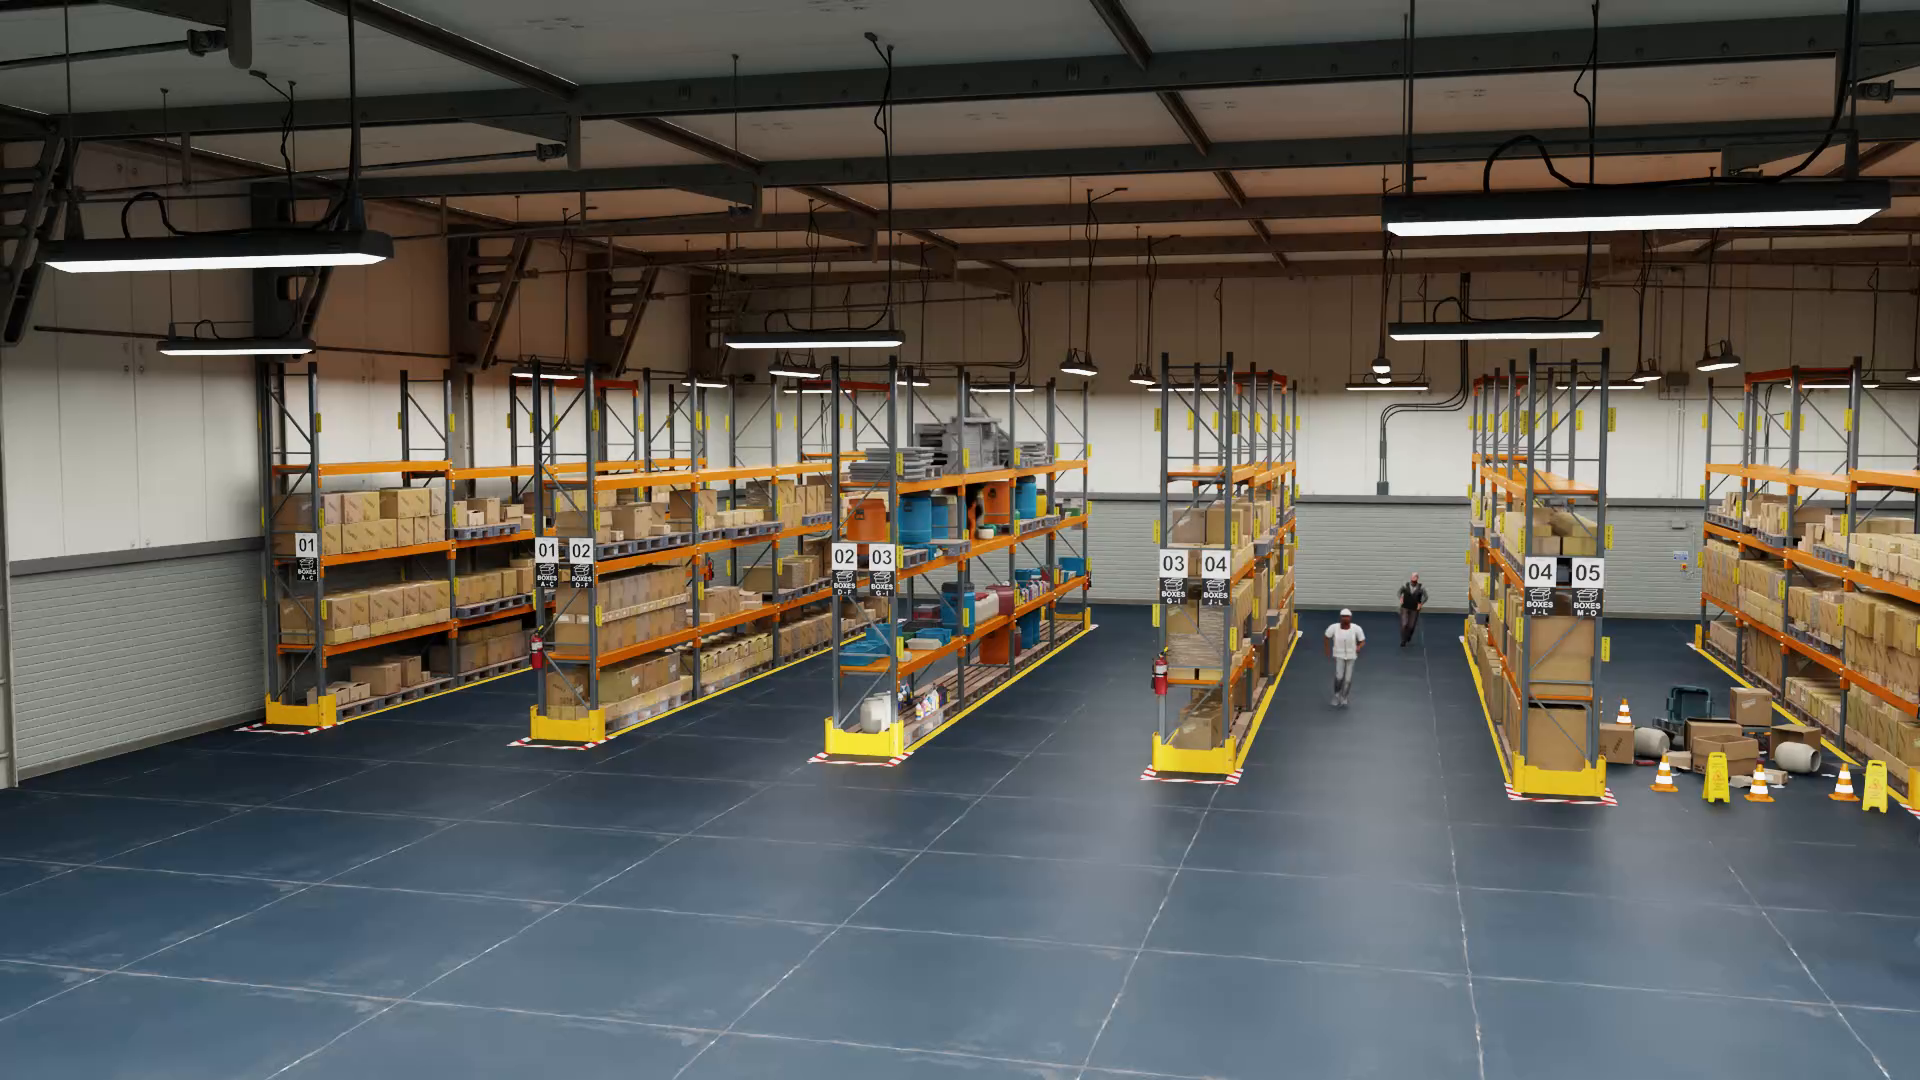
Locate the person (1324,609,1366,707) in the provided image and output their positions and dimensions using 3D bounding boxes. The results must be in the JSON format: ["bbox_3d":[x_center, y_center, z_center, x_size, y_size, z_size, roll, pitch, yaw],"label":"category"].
[{"bbox_3d":[6.757,2.075,29.177,0.689,1.749,0.665,0,4,6],"label":"person"}]

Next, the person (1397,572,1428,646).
[{"bbox_3d":[10.139,1.553,37.325,0.684,1.669,0.628,2,4,21],"label":"person"}]
